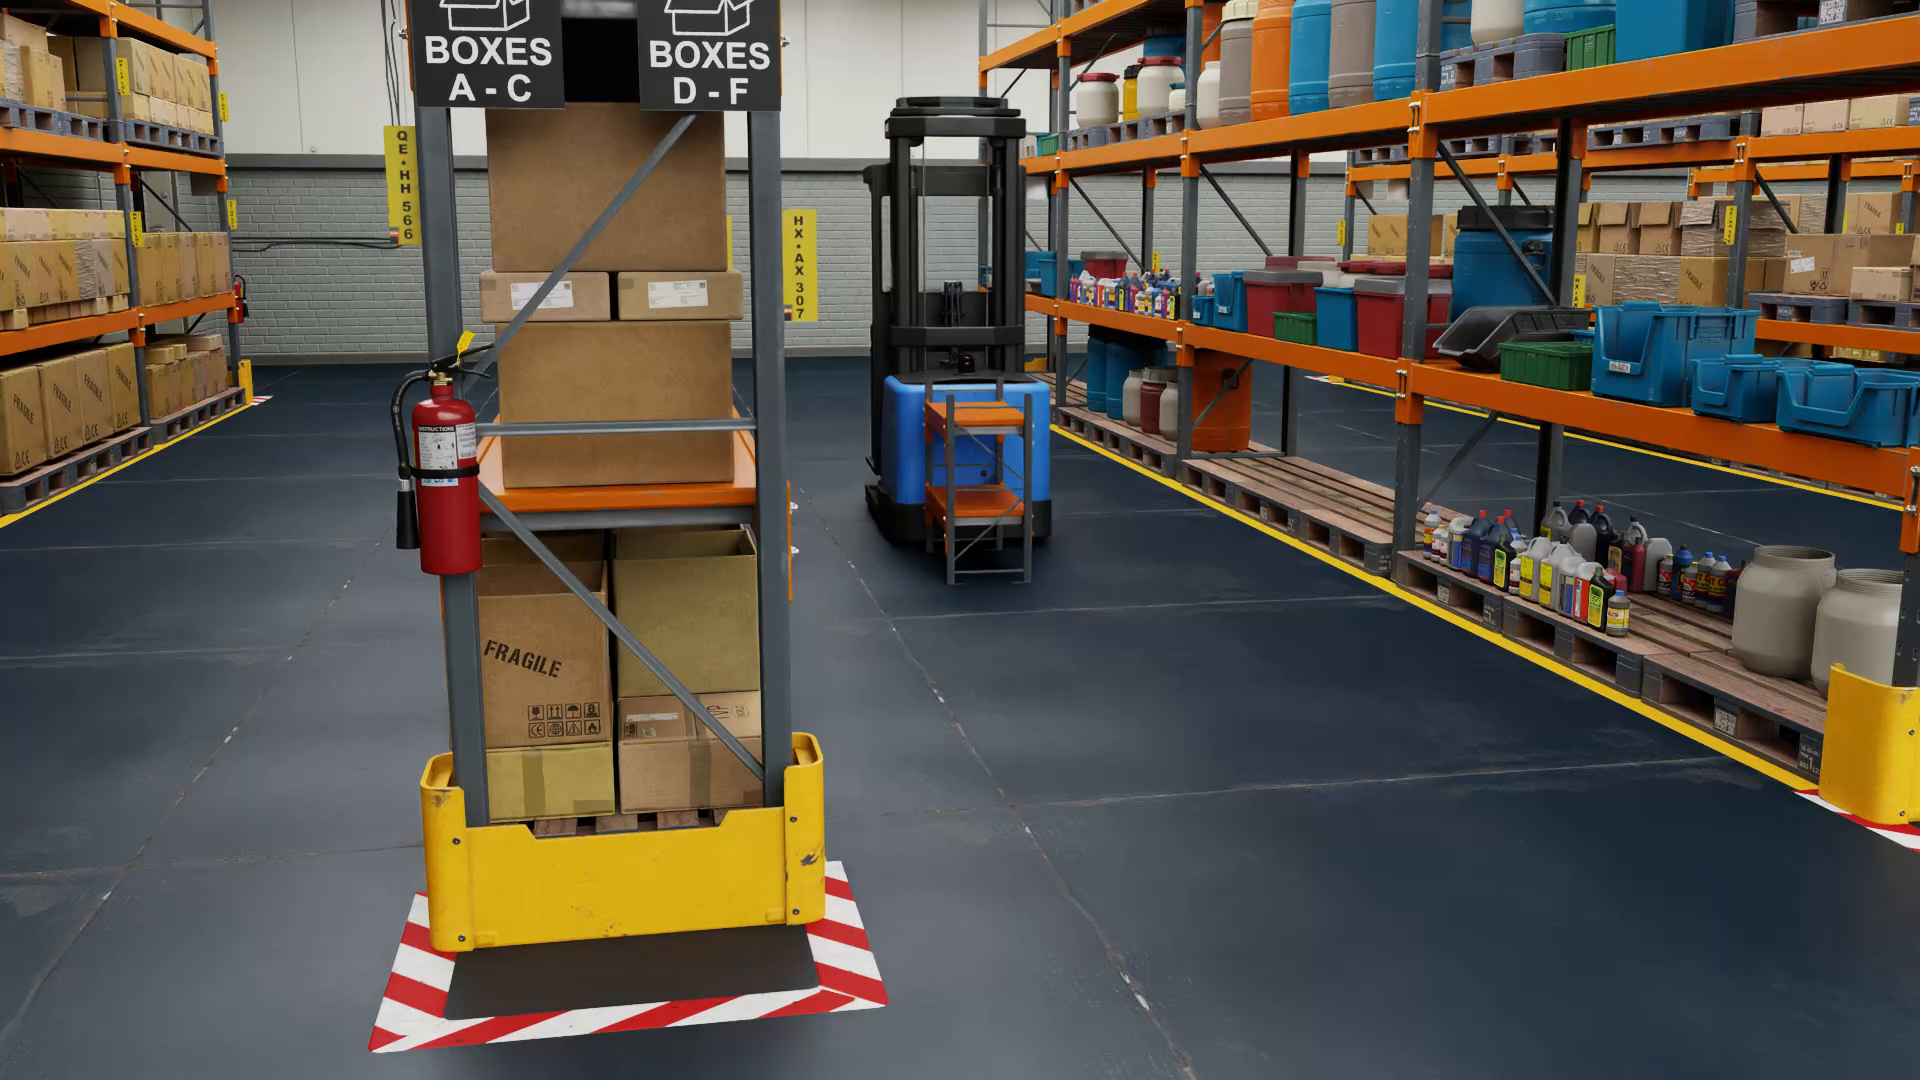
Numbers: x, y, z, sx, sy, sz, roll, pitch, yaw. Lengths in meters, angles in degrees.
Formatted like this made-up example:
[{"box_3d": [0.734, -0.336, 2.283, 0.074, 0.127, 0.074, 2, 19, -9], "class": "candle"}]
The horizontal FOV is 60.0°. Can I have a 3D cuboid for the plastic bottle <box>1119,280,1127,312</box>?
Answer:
[{"box_3d": [1.507, -2.239, 15.251, 0.061, 0.283, 0.133, -2, 11, -11], "class": "plastic bottle"}]

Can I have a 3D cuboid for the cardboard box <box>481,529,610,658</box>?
[{"box_3d": [-1.621, 0.182, 6.441, 0.500, 0.500, 0.500, -2, 11, -11], "class": "cardboard box"}]

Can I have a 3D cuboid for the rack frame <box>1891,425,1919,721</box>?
[{"box_3d": [3.844, -0.503, 5.815, 1.000, 3.000, 0.127, -2, 11, -11], "class": "rack frame"}]

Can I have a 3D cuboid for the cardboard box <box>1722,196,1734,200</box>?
[{"box_3d": [10.407, -4.281, 21.930, 0.500, 0.500, 0.500, -2, 11, -9], "class": "cardboard box"}]

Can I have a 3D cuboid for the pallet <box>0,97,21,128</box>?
[{"box_3d": [-7.607, -3.107, 11.978, 1.213, 0.211, 1.003, -2, 11, -8], "class": "pallet"}]

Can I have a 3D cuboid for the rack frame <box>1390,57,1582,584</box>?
[{"box_3d": [3.066, -1.236, 9.669, 1.000, 3.000, 0.127, -2, 11, -11], "class": "rack frame"}]

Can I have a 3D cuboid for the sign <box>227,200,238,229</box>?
[{"box_3d": [-8.451, -3.779, 19.300, 0.100, 0.325, 0.005, -2, 11, -11], "class": "sign"}]

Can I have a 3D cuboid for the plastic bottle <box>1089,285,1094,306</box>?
[{"box_3d": [1.312, -2.400, 16.315, 0.097, 0.201, 0.097, 0, 11, 0], "class": "plastic bottle"}]

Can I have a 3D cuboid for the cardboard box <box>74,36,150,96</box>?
[{"box_3d": [-8.072, -4.508, 15.841, 0.500, 0.500, 0.500, -2, 11, -12], "class": "cardboard box"}]

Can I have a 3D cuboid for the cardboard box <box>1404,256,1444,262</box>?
[{"box_3d": [5.727, -3.309, 20.165, 0.500, 0.250, 0.500, -2, 11, -12], "class": "cardboard box"}]

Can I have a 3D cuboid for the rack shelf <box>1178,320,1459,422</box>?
[{"box_3d": [2.677, -1.250, 11.664, 1.077, 0.370, 4.000, -2, 11, -11], "class": "rack shelf"}]

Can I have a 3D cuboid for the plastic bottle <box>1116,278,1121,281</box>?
[{"box_3d": [1.556, -2.380, 16.008, 0.152, 0.276, 0.135, -2, 11, -11], "class": "plastic bottle"}]

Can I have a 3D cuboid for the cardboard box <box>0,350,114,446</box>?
[{"box_3d": [-7.778, -1.216, 14.190, 0.750, 0.750, 0.750, -2, 11, -9], "class": "cardboard box"}]

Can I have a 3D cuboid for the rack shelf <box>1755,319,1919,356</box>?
[{"box_3d": [7.535, -1.430, 12.610, 1.077, 0.370, 4.000, -2, 11, -11], "class": "rack shelf"}]

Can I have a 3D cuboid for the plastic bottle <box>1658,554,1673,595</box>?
[{"box_3d": [3.652, 0.175, 8.562, 0.097, 0.201, 0.097, 0, 11, 0], "class": "plastic bottle"}]

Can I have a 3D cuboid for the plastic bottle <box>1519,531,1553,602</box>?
[{"box_3d": [2.935, 0.125, 8.427, 0.144, 0.351, 0.185, -2, 11, -11], "class": "plastic bottle"}]

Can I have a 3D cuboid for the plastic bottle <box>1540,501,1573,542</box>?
[{"box_3d": [3.332, -0.038, 9.283, 0.144, 0.351, 0.185, -2, 11, -11], "class": "plastic bottle"}]

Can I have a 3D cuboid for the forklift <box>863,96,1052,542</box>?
[{"box_3d": [-0.114, -1.657, 12.064, 1.130, 2.935, 3.031, -2, 11, -8], "class": "forklift"}]

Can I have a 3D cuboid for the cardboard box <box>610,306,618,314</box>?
[{"box_3d": [-1.201, -0.555, 5.820, 0.700, 0.500, 0.500, -2, 11, -10], "class": "cardboard box"}]

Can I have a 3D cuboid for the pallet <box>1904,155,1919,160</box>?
[{"box_3d": [11.269, -4.310, 18.297, 1.213, 0.211, 1.003, -2, 11, -11], "class": "pallet"}]

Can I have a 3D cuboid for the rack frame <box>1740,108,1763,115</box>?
[{"box_3d": [7.146, -5.097, 13.909, 1.000, 3.000, 0.127, -2, 11, -11], "class": "rack frame"}]

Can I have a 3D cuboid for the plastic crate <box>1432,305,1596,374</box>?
[{"box_3d": [3.043, -1.105, 9.146, 0.767, 0.338, 0.504, -2, 11, -11], "class": "plastic crate"}]

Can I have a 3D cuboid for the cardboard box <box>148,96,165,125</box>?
[{"box_3d": [-8.169, -4.229, 16.380, 0.500, 0.250, 0.500, -2, 11, -12], "class": "cardboard box"}]

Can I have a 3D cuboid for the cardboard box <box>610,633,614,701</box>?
[{"box_3d": [-1.618, 0.551, 6.511, 0.500, 0.250, 0.500, -2, 11, -11], "class": "cardboard box"}]

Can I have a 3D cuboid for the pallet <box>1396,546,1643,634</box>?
[{"box_3d": [3.156, 0.258, 9.275, 1.003, 0.211, 1.213, -2, 11, -11], "class": "pallet"}]

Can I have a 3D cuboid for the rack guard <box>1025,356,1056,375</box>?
[{"box_3d": [0.715, -2.213, 21.487, 1.175, 0.500, 0.348, -2, 11, -11], "class": "rack guard"}]

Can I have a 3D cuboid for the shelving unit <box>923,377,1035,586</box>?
[{"box_3d": [0.100, -0.385, 10.213, 0.538, 1.125, 1.048, -2, 11, -8], "class": "shelving unit"}]

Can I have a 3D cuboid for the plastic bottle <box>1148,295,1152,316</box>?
[{"box_3d": [1.685, -2.049, 14.469, 0.097, 0.201, 0.097, 0, 11, 0], "class": "plastic bottle"}]

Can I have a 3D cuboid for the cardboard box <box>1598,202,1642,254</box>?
[{"box_3d": [6.759, -3.069, 16.348, 0.797, 0.503, 0.637, -2, 11, -9], "class": "cardboard box"}]

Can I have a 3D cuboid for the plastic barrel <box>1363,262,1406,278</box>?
[{"box_3d": [2.952, -1.621, 11.327, 0.433, 0.535, 0.433, 0, 11, 0], "class": "plastic barrel"}]

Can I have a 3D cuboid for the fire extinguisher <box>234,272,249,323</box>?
[{"box_3d": [-8.563, -2.900, 19.615, 0.296, 0.674, 0.183, -2, 11, -11], "class": "fire extinguisher"}]

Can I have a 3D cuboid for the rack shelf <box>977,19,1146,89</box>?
[{"box_3d": [1.121, -5.468, 18.849, 1.077, 0.370, 4.000, -2, 11, -11], "class": "rack shelf"}]

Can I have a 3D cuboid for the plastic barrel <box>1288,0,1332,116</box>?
[{"box_3d": [2.500, -3.281, 11.051, 0.600, 0.901, 0.708, -2, 11, -11], "class": "plastic barrel"}]

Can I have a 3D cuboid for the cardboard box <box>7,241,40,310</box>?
[{"box_3d": [-7.366, -2.009, 12.615, 0.500, 0.500, 0.500, -2, 11, -9], "class": "cardboard box"}]

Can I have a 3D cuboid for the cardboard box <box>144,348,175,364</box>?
[{"box_3d": [-8.140, -1.851, 16.724, 0.380, 0.149, 0.250, -2, 11, -9], "class": "cardboard box"}]

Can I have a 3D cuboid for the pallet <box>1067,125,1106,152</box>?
[{"box_3d": [1.758, -3.944, 16.379, 1.213, 0.211, 1.003, -2, 11, -11], "class": "pallet"}]

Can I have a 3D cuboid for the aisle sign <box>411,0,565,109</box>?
[{"box_3d": [-1.291, -1.578, 4.510, 0.394, 0.787, 0.004, -2, 11, -11], "class": "aisle sign"}]

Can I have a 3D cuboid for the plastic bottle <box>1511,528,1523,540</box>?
[{"box_3d": [2.962, 0.073, 8.910, 0.097, 0.271, 0.097, 0, 11, 0], "class": "plastic bottle"}]

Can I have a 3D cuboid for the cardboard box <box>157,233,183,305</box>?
[{"box_3d": [-8.434, -2.725, 16.688, 0.980, 0.700, 0.700, -2, 11, -12], "class": "cardboard box"}]

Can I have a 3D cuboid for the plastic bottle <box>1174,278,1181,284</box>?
[{"box_3d": [2.099, -2.398, 16.104, 0.152, 0.276, 0.135, -2, 11, -11], "class": "plastic bottle"}]

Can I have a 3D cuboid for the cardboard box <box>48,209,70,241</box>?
[{"box_3d": [-7.577, -2.559, 13.498, 0.500, 0.250, 0.500, -2, 11, -12], "class": "cardboard box"}]

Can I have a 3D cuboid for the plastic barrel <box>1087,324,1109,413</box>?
[{"box_3d": [1.599, -1.779, 17.008, 0.600, 0.901, 0.708, -2, 11, -11], "class": "plastic barrel"}]

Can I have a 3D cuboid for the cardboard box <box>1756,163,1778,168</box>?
[{"box_3d": [10.523, -4.897, 21.279, 0.500, 0.250, 0.500, -2, 11, -13], "class": "cardboard box"}]

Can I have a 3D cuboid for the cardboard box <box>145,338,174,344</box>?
[{"box_3d": [-8.825, -2.126, 18.171, 0.380, 0.149, 0.250, -2, 11, -11], "class": "cardboard box"}]

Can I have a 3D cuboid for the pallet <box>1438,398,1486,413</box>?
[{"box_3d": [6.297, -1.656, 19.333, 1.003, 0.211, 1.213, -2, 11, -11], "class": "pallet"}]

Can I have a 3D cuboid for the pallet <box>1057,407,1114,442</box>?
[{"box_3d": [1.619, -1.191, 16.887, 1.003, 0.211, 1.213, -2, 11, -11], "class": "pallet"}]

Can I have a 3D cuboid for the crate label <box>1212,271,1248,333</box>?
[{"box_3d": [2.216, -1.795, 12.511, 0.502, 0.435, 0.616, -2, 11, -11], "class": "crate label"}]

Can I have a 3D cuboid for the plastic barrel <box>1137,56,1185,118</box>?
[{"box_3d": [1.795, -4.036, 14.871, 0.433, 0.535, 0.433, 0, 11, 0], "class": "plastic barrel"}]

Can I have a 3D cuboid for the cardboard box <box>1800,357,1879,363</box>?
[{"box_3d": [7.306, -1.385, 13.953, 0.500, 0.250, 0.500, -2, 11, -9], "class": "cardboard box"}]

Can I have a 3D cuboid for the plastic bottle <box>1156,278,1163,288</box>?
[{"box_3d": [1.954, -2.412, 16.192, 0.097, 0.271, 0.097, 0, 11, 0], "class": "plastic bottle"}]

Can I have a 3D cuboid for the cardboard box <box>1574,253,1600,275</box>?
[{"box_3d": [6.408, -2.655, 16.858, 0.500, 0.500, 0.500, -2, 11, -12], "class": "cardboard box"}]

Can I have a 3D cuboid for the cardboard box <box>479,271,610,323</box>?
[{"box_3d": [-1.277, -0.754, 5.134, 0.380, 0.149, 0.250, -2, 11, -12], "class": "cardboard box"}]

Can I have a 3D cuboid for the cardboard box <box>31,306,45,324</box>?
[{"box_3d": [-7.544, -1.800, 13.249, 0.380, 0.149, 0.250, -2, 11, -10], "class": "cardboard box"}]

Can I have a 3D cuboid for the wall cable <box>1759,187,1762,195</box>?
[{"box_3d": [14.191, -5.525, 29.403, 0.585, 1.953, 0.123, -2, 11, -11], "class": "wall cable"}]
